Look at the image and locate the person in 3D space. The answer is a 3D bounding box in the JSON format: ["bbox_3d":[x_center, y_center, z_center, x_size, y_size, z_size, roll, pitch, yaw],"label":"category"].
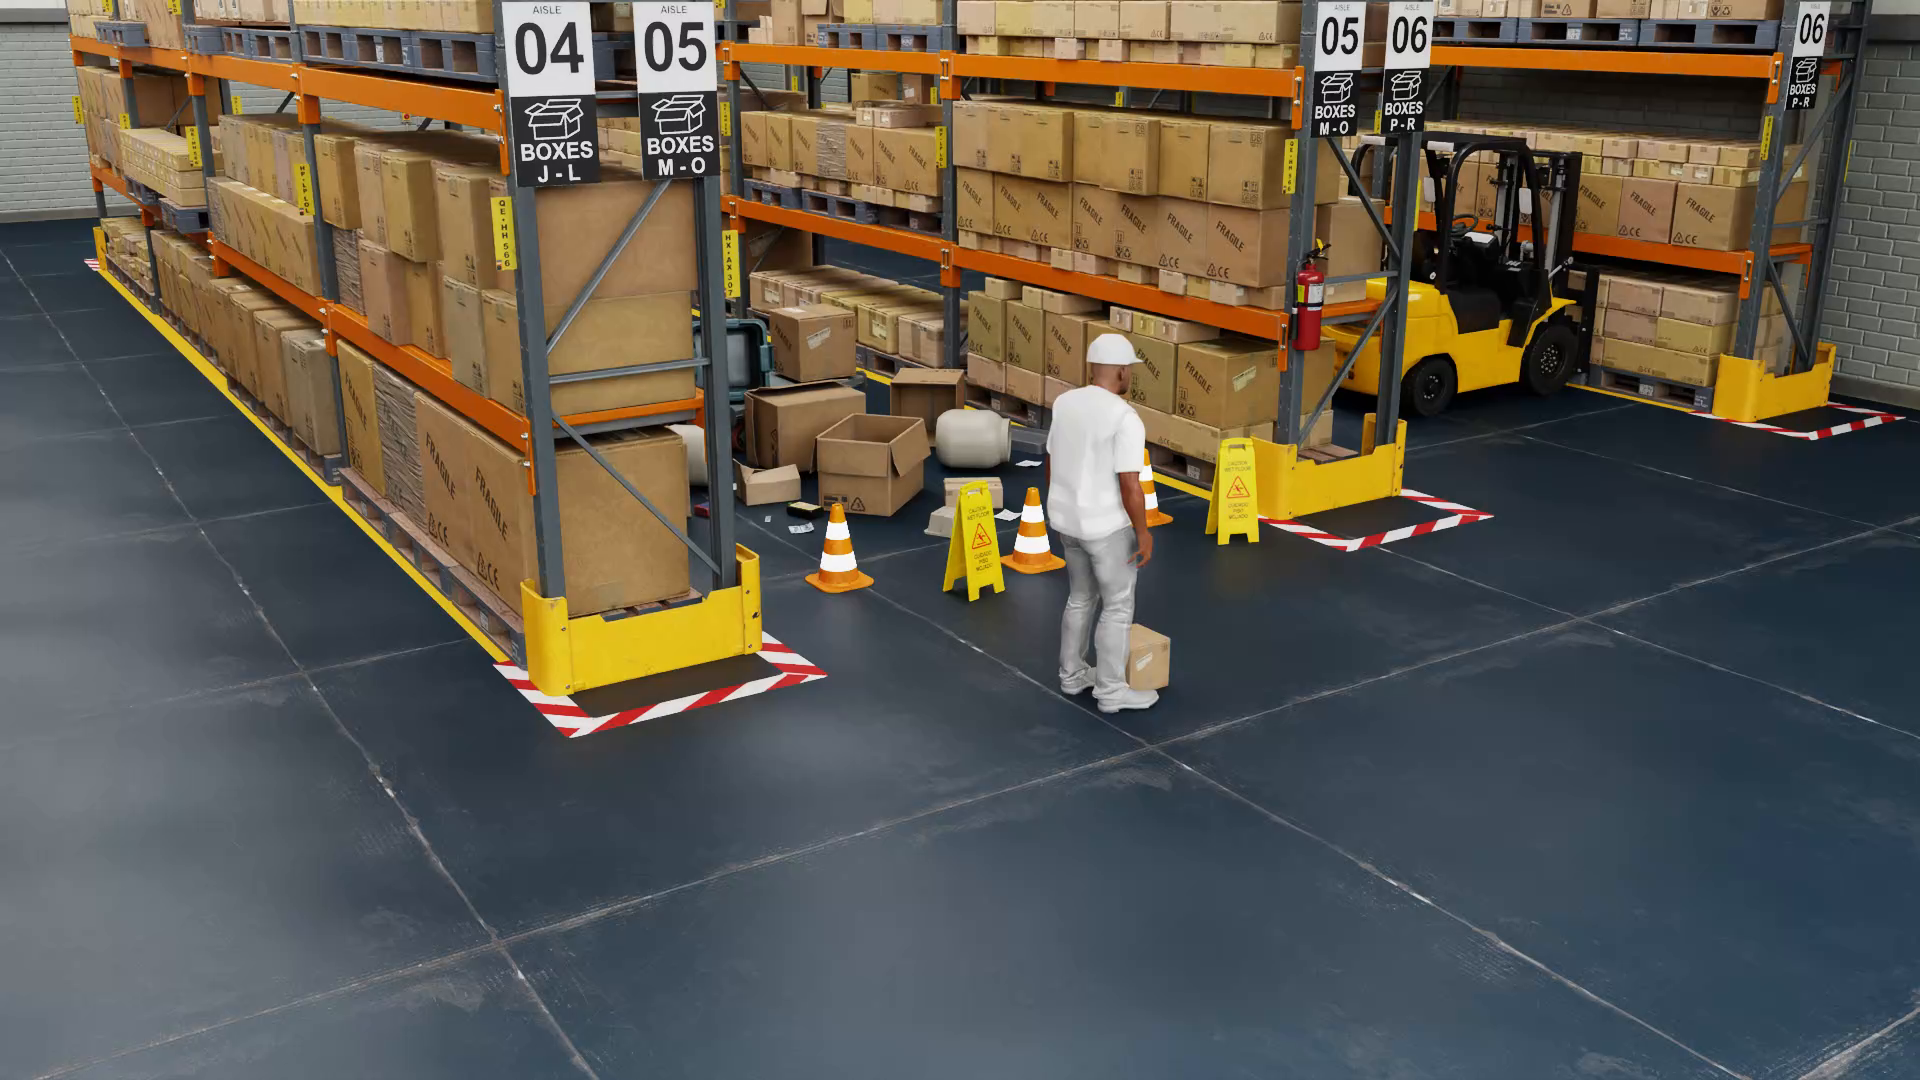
[{"bbox_3d":[0.658,-0.090,7.804,0.462,1.759,0.632,-13,22,-35],"label":"person"}]
